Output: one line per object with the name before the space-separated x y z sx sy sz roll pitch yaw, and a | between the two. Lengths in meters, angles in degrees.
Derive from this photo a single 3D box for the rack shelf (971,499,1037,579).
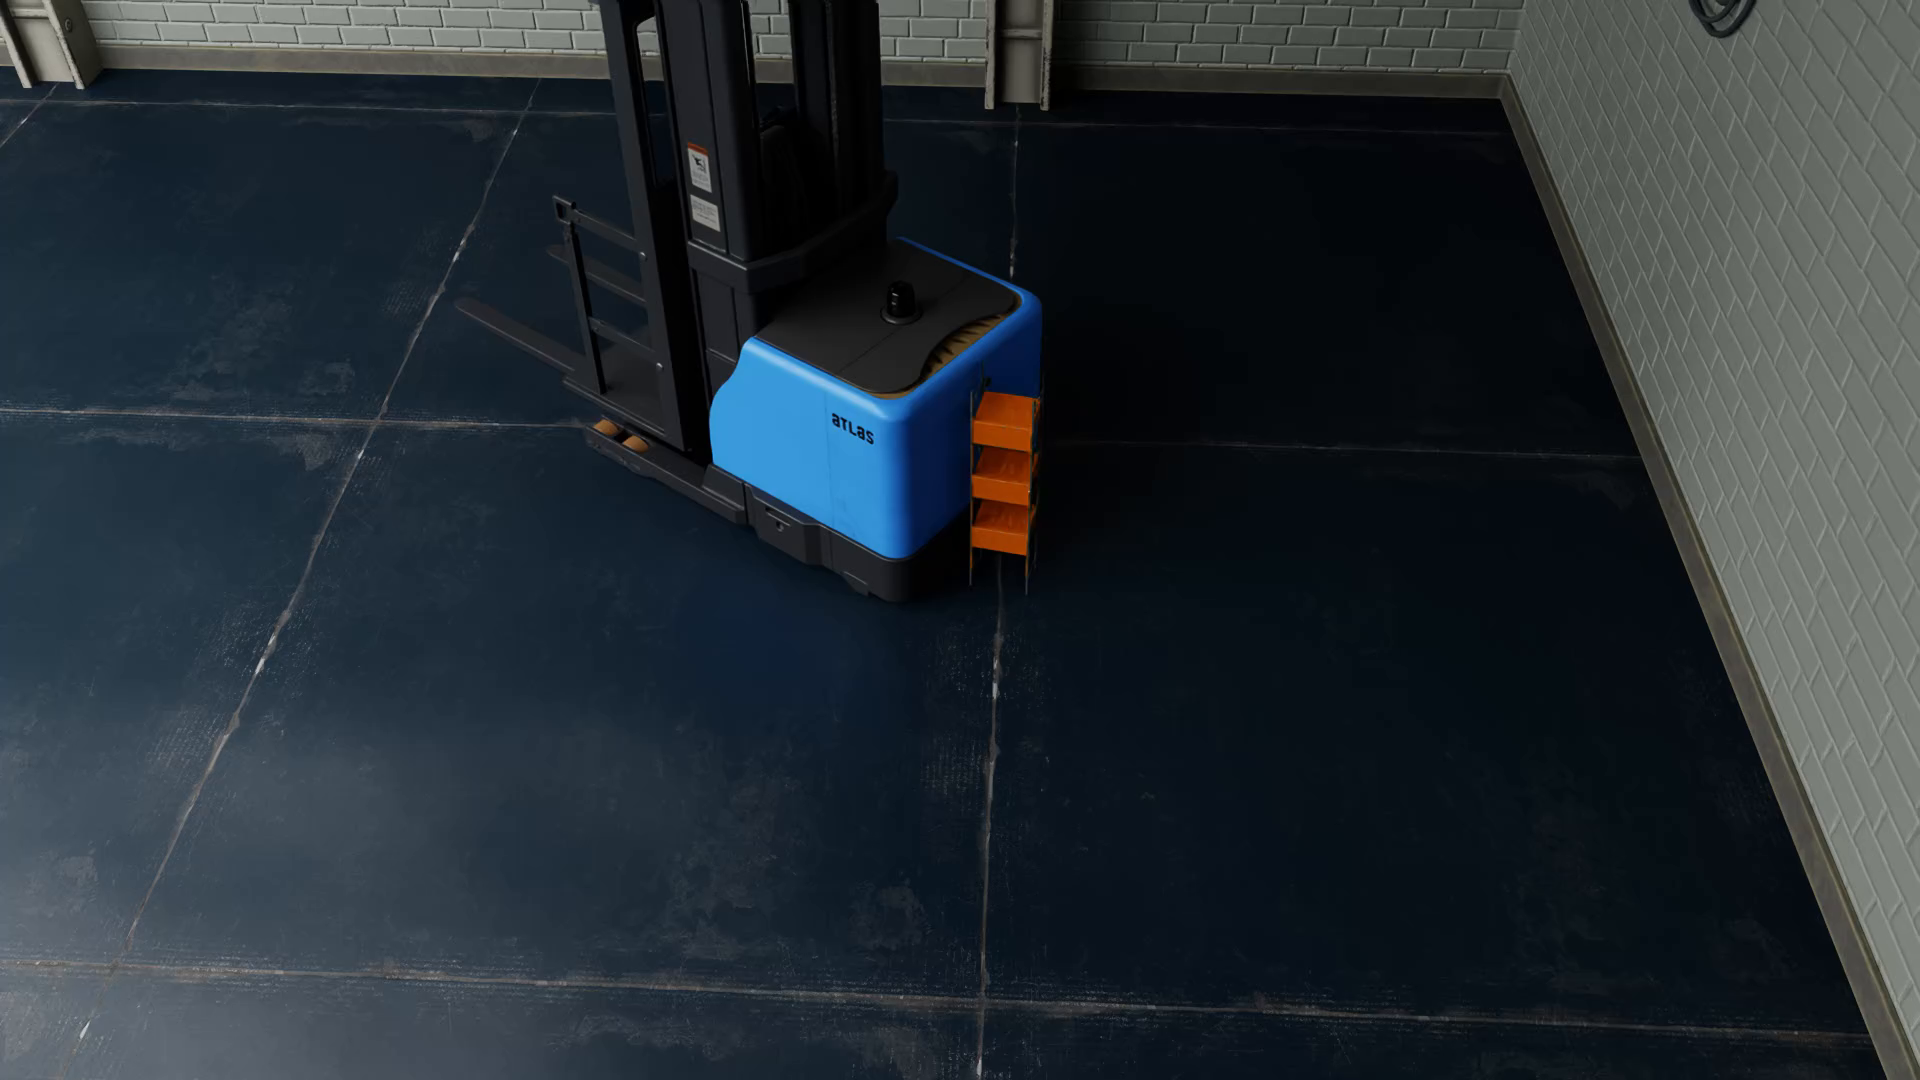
rack shelf | 0.188 -0.019 7.009 0.240 0.259 0.215 10 44 10

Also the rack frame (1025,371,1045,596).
rack frame | 0.306 -0.210 6.791 0.008 1.050 0.200 10 44 10

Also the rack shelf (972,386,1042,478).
rack shelf | 0.188 -0.430 6.626 0.240 0.259 0.215 10 44 10

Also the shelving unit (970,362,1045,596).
shelving unit | 0.188 -0.230 6.813 0.252 1.050 0.215 10 44 10

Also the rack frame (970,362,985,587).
rack frame | 0.069 -0.250 6.834 0.008 1.050 0.200 10 44 10

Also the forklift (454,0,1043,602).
forklift | -1.121 -1.641 6.947 3.031 2.935 1.130 28 50 26

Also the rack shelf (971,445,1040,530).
rack shelf | 0.188 -0.223 6.820 0.240 0.259 0.215 10 44 10

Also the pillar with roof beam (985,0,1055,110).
pillar with roof beam | 0.164 -3.096 4.057 0.400 9.000 9.100 2 43 2

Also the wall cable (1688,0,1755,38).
wall cable | 3.241 -3.900 7.198 0.112 2.526 3.097 2 43 2

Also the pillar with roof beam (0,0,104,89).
pillar with roof beam | -5.830 -3.280 4.254 0.400 9.000 9.100 2 43 2
